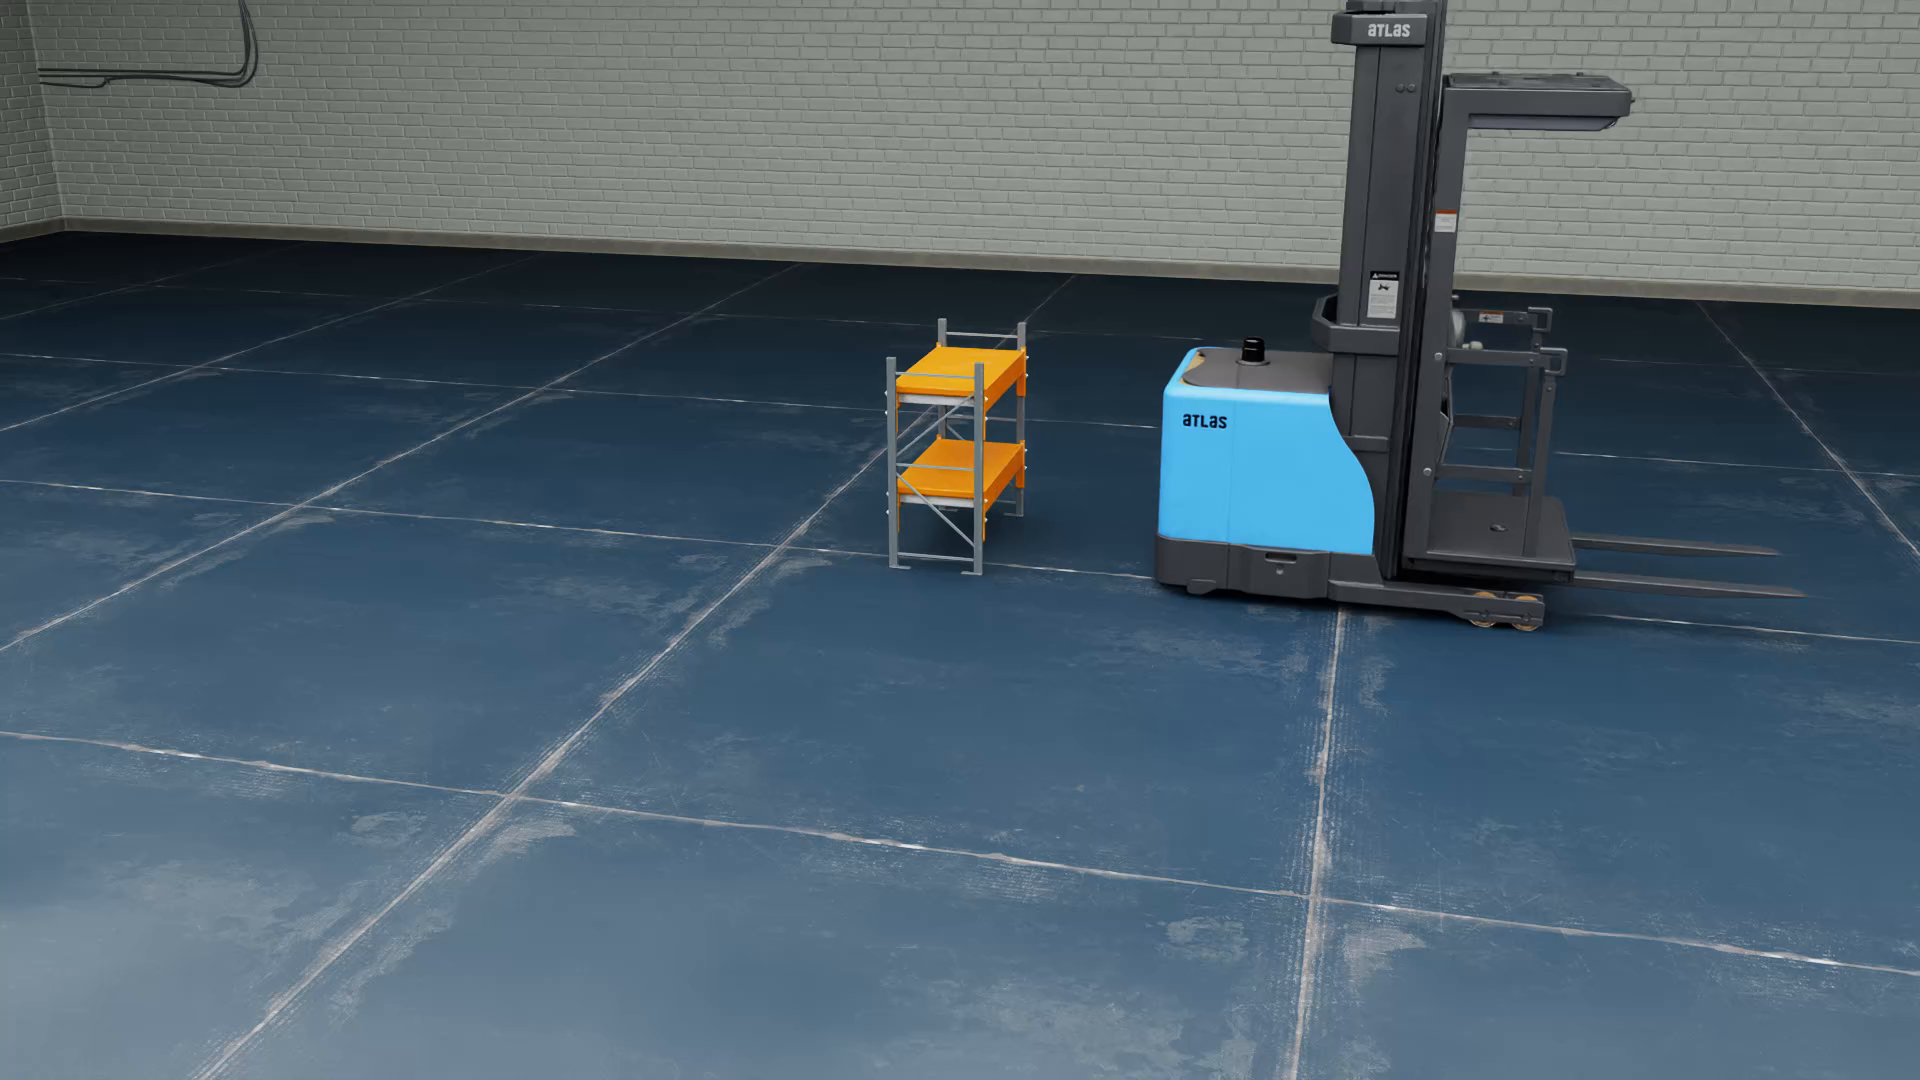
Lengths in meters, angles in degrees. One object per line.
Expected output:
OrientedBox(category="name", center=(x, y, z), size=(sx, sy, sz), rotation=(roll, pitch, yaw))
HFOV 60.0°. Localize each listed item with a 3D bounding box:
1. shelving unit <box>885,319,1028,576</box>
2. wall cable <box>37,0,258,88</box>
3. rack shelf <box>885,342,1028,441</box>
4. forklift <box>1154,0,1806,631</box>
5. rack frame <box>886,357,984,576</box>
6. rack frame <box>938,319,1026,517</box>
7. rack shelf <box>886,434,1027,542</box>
OrientedBox(category="shelving unit", center=(-0.002, -0.530, 9.000), size=(0.538, 1.125, 1.048), rotation=(5, 19, 13))
OrientedBox(category="wall cable", center=(-9.457, -6.426, 18.883), size=(3.097, 2.526, 0.112), rotation=(5, 19, 13))
OrientedBox(category="rack shelf", center=(-0.002, -0.807, 8.905), size=(0.538, 0.278, 1.000), rotation=(5, 19, 13))
OrientedBox(category="forklift", center=(2.555, -1.144, 8.002), size=(3.031, 2.935, 1.130), rotation=(5, 19, 14))
OrientedBox(category="rack frame", center=(-0.126, -0.371, 8.533), size=(0.500, 1.125, 0.032), rotation=(5, 19, 13))
OrientedBox(category="rack frame", center=(0.123, -0.690, 9.466), size=(0.500, 1.125, 0.032), rotation=(5, 19, 13))
OrientedBox(category="rack shelf", center=(-0.002, -0.299, 9.079), size=(0.538, 0.278, 1.000), rotation=(5, 19, 13))
